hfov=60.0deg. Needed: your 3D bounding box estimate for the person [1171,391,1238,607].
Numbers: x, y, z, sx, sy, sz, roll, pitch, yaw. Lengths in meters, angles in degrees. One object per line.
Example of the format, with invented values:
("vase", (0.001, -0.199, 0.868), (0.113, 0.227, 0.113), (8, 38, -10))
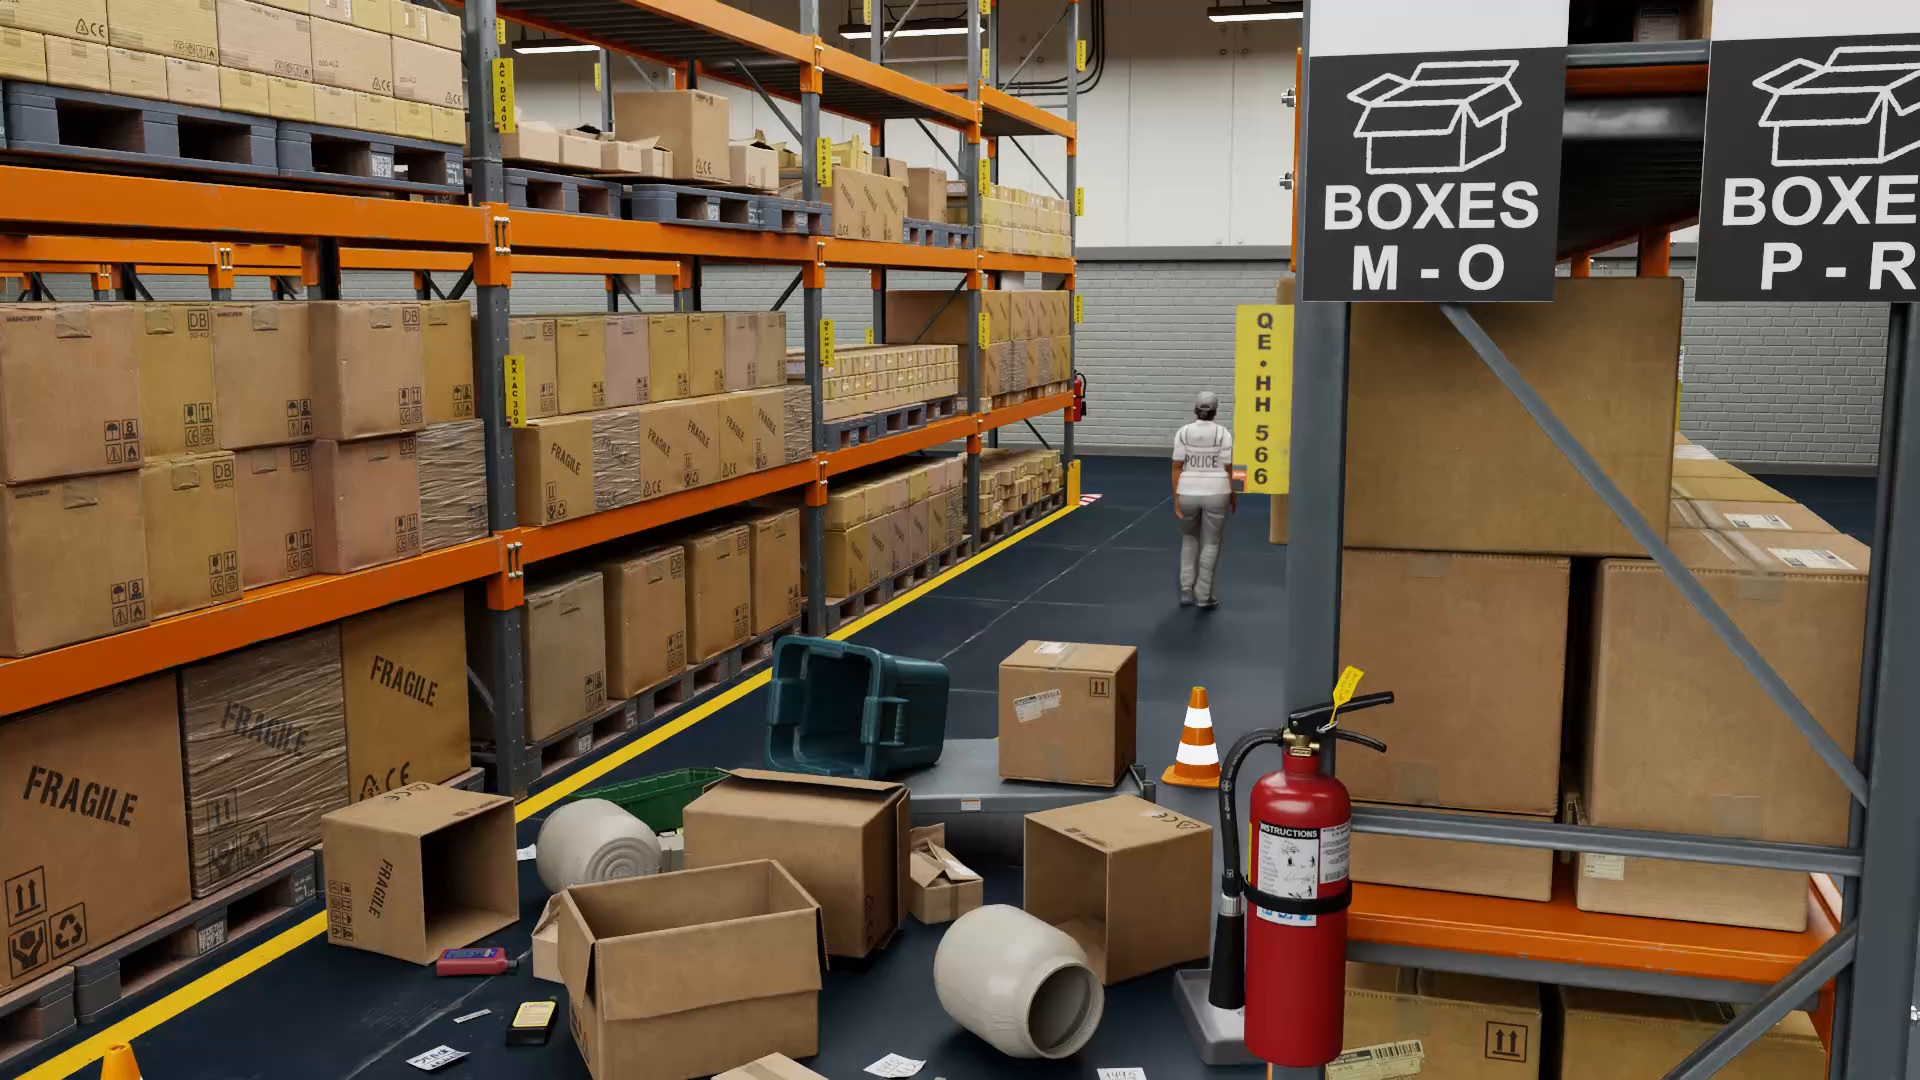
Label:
("person", (1.899, -0.286, 12.855), (0.481, 1.727, 0.491), (4, 9, 23))
